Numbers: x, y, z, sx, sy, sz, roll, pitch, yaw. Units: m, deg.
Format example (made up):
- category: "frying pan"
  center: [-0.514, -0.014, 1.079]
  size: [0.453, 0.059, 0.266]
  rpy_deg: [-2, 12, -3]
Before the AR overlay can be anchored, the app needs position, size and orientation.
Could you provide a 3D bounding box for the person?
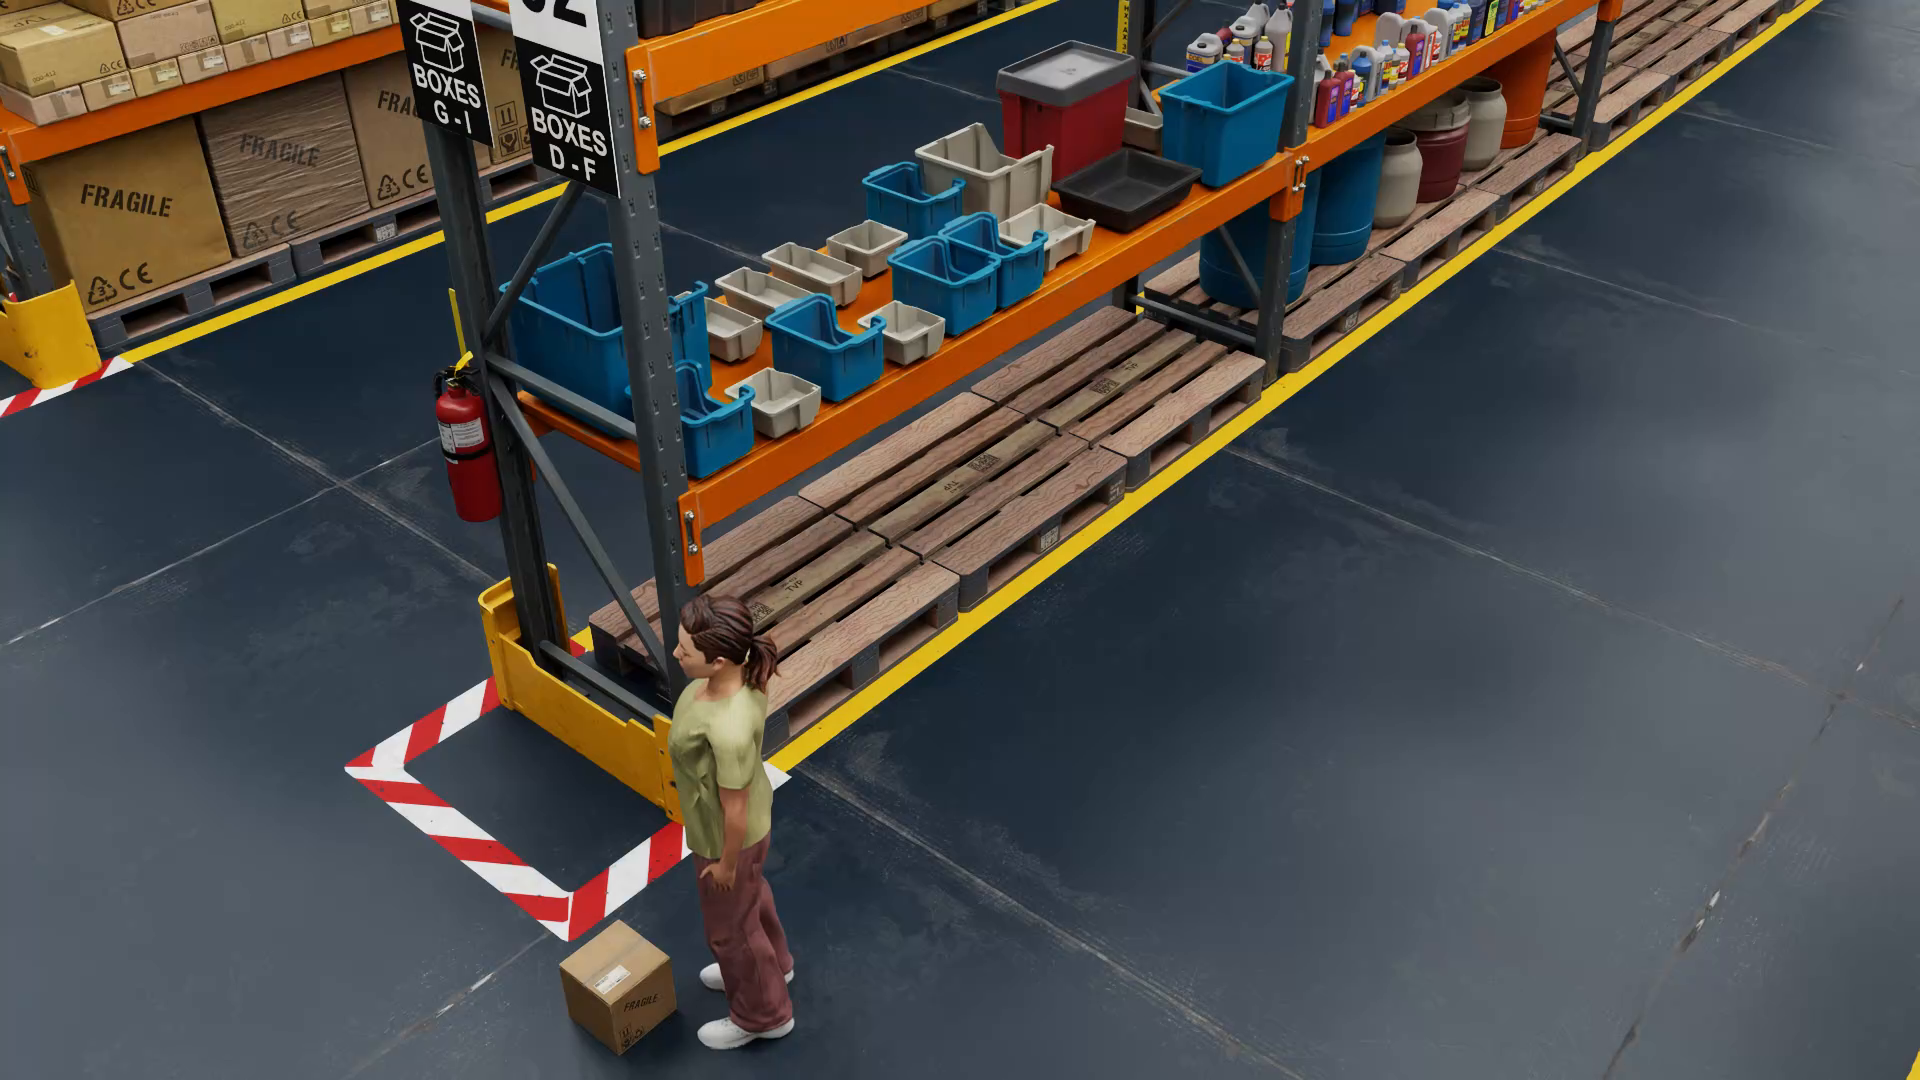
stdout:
- category: "person"
  center: [-0.672, 0.848, 4.952]
  size: [0.362, 1.675, 0.440]
  rpy_deg: [-2, 35, -3]
